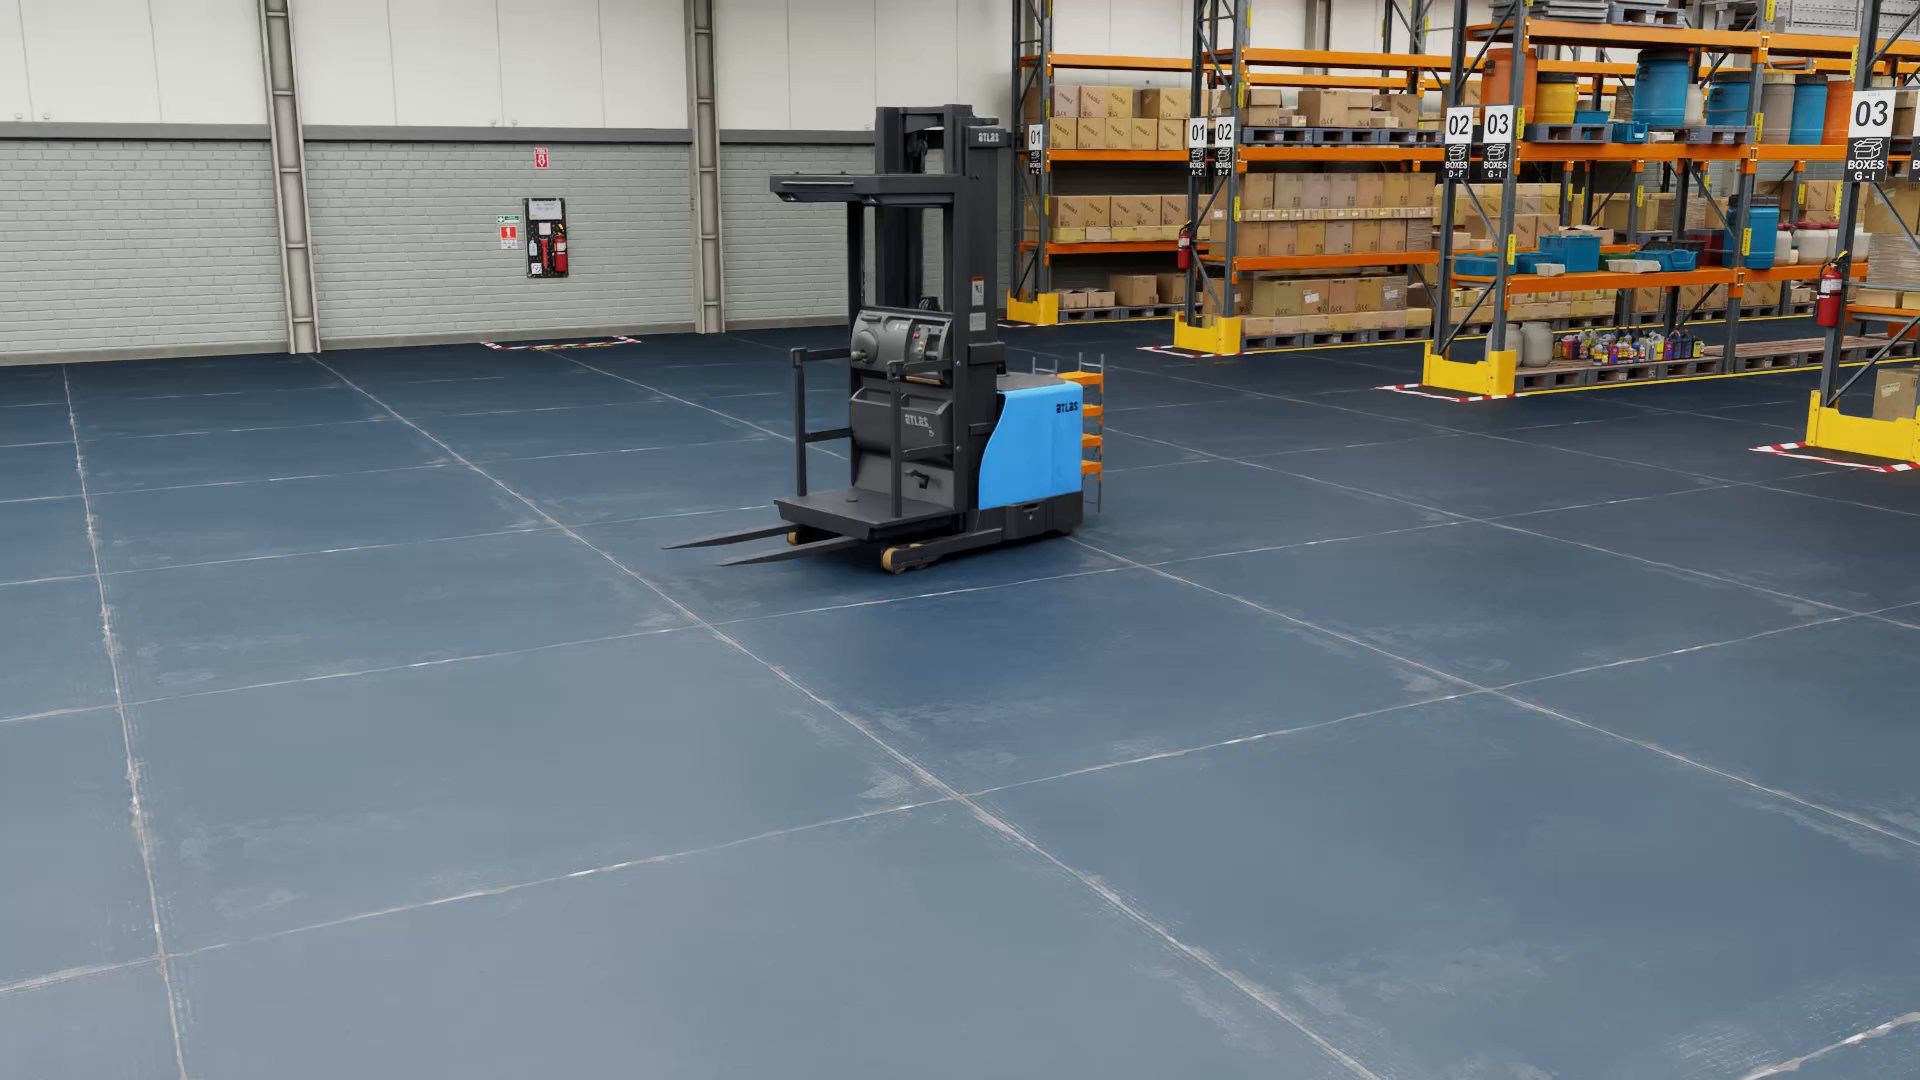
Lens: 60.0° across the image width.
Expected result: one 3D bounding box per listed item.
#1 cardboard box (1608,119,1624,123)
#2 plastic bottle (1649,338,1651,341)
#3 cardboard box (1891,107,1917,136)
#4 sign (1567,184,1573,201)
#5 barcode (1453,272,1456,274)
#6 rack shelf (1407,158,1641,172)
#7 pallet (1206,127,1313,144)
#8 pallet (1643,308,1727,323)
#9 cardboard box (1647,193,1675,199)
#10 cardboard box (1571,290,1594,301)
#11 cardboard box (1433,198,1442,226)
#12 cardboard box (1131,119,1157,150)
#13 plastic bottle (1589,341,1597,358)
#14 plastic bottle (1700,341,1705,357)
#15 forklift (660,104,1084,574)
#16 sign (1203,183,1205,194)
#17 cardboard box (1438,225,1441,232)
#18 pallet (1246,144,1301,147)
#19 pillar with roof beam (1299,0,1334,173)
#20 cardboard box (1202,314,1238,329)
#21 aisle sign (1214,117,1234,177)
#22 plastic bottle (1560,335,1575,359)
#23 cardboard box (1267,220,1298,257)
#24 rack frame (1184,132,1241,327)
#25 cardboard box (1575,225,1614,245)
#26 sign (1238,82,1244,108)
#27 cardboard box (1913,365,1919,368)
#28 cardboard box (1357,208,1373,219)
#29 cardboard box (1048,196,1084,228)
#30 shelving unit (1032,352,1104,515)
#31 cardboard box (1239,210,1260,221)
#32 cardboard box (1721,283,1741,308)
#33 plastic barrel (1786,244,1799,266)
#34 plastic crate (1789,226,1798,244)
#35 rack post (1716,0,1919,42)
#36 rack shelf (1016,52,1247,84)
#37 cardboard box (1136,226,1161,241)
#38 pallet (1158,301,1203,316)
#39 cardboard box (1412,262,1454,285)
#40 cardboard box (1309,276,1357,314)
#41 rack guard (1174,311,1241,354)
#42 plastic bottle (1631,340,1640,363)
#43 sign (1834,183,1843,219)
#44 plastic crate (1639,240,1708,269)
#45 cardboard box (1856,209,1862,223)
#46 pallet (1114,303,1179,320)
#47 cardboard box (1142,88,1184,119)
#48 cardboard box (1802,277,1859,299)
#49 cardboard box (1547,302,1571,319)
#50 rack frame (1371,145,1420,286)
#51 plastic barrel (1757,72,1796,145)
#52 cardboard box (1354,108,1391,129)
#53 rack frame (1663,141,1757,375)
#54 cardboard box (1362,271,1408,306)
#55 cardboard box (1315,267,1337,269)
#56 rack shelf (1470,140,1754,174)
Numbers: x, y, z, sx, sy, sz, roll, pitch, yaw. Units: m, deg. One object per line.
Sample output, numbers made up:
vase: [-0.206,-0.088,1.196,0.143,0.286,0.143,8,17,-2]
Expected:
cardboard box: [10.169,-6.544,26.411,0.500,0.250,0.500,-8,15,-32]
plastic bottle: [8.821,-2.522,21.355,0.097,0.201,0.097,0,13,0]
cardboard box: [8.564,-3.747,14.936,0.500,0.250,0.500,-6,14,-27]
sign: [11.943,-6.806,32.561,0.005,0.325,0.100,-7,14,-28]
barcode: [7.453,-3.997,25.044,0.075,0.075,0.001,-7,14,-28]
rack shelf: [8.785,-5.910,25.845,4.000,0.370,1.077,-7,14,-28]
pallet: [4.152,-5.656,23.279,1.213,0.211,1.003,-7,14,-28]
pallet: [12.284,-3.846,28.219,1.213,0.211,1.003,-7,14,-28]
cardboard box: [14.110,-6.816,34.380,0.700,0.700,0.980,-7,14,-28]
cardboard box: [9.746,-3.986,26.520,0.500,0.311,0.500,-7,14,-29]
cardboard box: [8.713,-6.168,31.232,0.500,0.500,0.500,-6,14,-26]
cardboard box: [2.958,-6.795,27.865,0.500,0.500,0.500,-6,14,-24]
plastic bottle: [7.887,-2.374,20.697,0.097,0.201,0.097,0,13,0]
plastic bottle: [9.231,-2.383,20.739,0.097,0.201,0.097,0,13,0]
forklift: [-0.547,-1.343,10.900,3.031,2.935,1.130,-12,17,-42]
sign: [4.384,-6.213,29.747,0.005,0.325,0.100,-7,14,-28]
cardboard box: [9.063,-5.876,31.413,0.250,0.149,0.380,-6,14,-26]
pallet: [5.246,-6.958,29.289,1.003,0.211,1.213,-7,14,-28]
pillar with roof beam: [8.671,-8.089,27.058,0.400,9.000,9.100,-7,14,-28]
cardboard box: [3.848,-3.143,24.050,0.500,0.250,0.500,-7,14,-28]
aisle sign: [3.608,-5.369,22.712,0.004,0.787,0.394,-7,14,-28]
plastic bottle: [7.525,-2.396,20.626,0.135,0.276,0.152,-7,14,-27]
cardboard box: [4.393,-4.318,23.736,0.500,0.500,0.700,-6,14,-26]
rack frame: [3.519,-4.166,23.290,0.127,3.000,1.000,-7,14,-28]
cardboard box: [10.200,-4.935,26.907,0.500,0.311,0.500,-6,14,-24]
sign: [3.779,-5.987,22.378,0.005,0.325,0.100,-7,14,-28]
cardboard box: [9.326,-1.374,15.620,0.500,0.500,0.500,-3,13,-13]
cardboard box: [5.778,-4.749,24.175,0.250,0.149,0.380,-6,14,-26]
cardboard box: [1.705,-5.415,27.428,0.500,0.500,0.500,-7,14,-28]
shelving unit: [0.790,-0.754,12.229,0.503,1.200,0.258,-12,17,-42]
cardboard box: [3.966,-4.531,23.207,0.250,0.149,0.380,-7,14,-28]
cardboard box: [12.878,-4.214,28.192,0.500,0.500,0.500,-7,14,-27]
plastic barrel: [10.635,-3.674,21.419,0.301,0.262,0.301,0,13,0]
plastic crate: [11.346,-3.973,22.286,0.583,0.464,0.402,-7,14,-28]
rack post: [11.087,-6.880,21.230,3.121,1.000,1.013,-7,14,-28]
rack shelf: [2.897,-7.905,27.886,4.000,0.370,1.077,-7,14,-28]
cardboard box: [3.066,-5.210,28.223,0.500,0.250,0.500,-7,14,-27]
pallet: [4.080,-4.104,29.362,1.213,0.211,1.003,-7,14,-28]
cardboard box: [8.872,-5.170,31.691,0.750,0.750,0.750,-7,14,-29]
cardboard box: [5.414,-3.566,24.223,0.500,0.500,0.500,-7,14,-28]
rack guard: [3.498,-2.944,23.553,0.348,0.500,1.175,-7,14,-28]
plastic bottle: [8.196,-2.294,20.180,0.097,0.271,0.097,0,13,0]
sign: [8.014,-3.085,15.128,0.005,0.325,0.100,-7,14,-28]
plastic crate: [8.879,-3.571,20.788,0.504,0.338,0.767,-7,14,-28]
cardboard box: [15.518,-5.585,29.368,0.500,0.500,0.500,-7,14,-28]
pallet: [3.008,-3.974,28.788,1.213,0.211,1.003,-7,14,-28]
cardboard box: [3.414,-7.330,27.963,0.500,0.500,0.500,-7,15,-30]
cardboard box: [15.698,-4.624,30.008,0.637,0.503,0.797,-7,14,-28]
cardboard box: [9.302,-3.662,26.354,0.500,0.250,0.500,-6,14,-27]
rack frame: [8.164,-5.962,31.270,0.127,3.000,1.000,-7,14,-28]
plastic barrel: [10.316,-5.504,21.262,0.600,0.901,0.600,0,13,0]
cardboard box: [5.987,-6.221,24.517,0.500,0.311,0.500,-8,15,-31]
rack frame: [9.400,-3.632,20.917,0.127,3.000,1.000,-7,14,-28]
cardboard box: [6.473,-3.828,25.385,0.500,0.500,0.500,-7,14,-28]
cardboard box: [6.577,-5.134,30.575,0.500,0.250,0.500,-7,14,-28]
rack shelf: [7.644,-4.534,19.731,4.000,0.370,1.077,-7,14,-28]
